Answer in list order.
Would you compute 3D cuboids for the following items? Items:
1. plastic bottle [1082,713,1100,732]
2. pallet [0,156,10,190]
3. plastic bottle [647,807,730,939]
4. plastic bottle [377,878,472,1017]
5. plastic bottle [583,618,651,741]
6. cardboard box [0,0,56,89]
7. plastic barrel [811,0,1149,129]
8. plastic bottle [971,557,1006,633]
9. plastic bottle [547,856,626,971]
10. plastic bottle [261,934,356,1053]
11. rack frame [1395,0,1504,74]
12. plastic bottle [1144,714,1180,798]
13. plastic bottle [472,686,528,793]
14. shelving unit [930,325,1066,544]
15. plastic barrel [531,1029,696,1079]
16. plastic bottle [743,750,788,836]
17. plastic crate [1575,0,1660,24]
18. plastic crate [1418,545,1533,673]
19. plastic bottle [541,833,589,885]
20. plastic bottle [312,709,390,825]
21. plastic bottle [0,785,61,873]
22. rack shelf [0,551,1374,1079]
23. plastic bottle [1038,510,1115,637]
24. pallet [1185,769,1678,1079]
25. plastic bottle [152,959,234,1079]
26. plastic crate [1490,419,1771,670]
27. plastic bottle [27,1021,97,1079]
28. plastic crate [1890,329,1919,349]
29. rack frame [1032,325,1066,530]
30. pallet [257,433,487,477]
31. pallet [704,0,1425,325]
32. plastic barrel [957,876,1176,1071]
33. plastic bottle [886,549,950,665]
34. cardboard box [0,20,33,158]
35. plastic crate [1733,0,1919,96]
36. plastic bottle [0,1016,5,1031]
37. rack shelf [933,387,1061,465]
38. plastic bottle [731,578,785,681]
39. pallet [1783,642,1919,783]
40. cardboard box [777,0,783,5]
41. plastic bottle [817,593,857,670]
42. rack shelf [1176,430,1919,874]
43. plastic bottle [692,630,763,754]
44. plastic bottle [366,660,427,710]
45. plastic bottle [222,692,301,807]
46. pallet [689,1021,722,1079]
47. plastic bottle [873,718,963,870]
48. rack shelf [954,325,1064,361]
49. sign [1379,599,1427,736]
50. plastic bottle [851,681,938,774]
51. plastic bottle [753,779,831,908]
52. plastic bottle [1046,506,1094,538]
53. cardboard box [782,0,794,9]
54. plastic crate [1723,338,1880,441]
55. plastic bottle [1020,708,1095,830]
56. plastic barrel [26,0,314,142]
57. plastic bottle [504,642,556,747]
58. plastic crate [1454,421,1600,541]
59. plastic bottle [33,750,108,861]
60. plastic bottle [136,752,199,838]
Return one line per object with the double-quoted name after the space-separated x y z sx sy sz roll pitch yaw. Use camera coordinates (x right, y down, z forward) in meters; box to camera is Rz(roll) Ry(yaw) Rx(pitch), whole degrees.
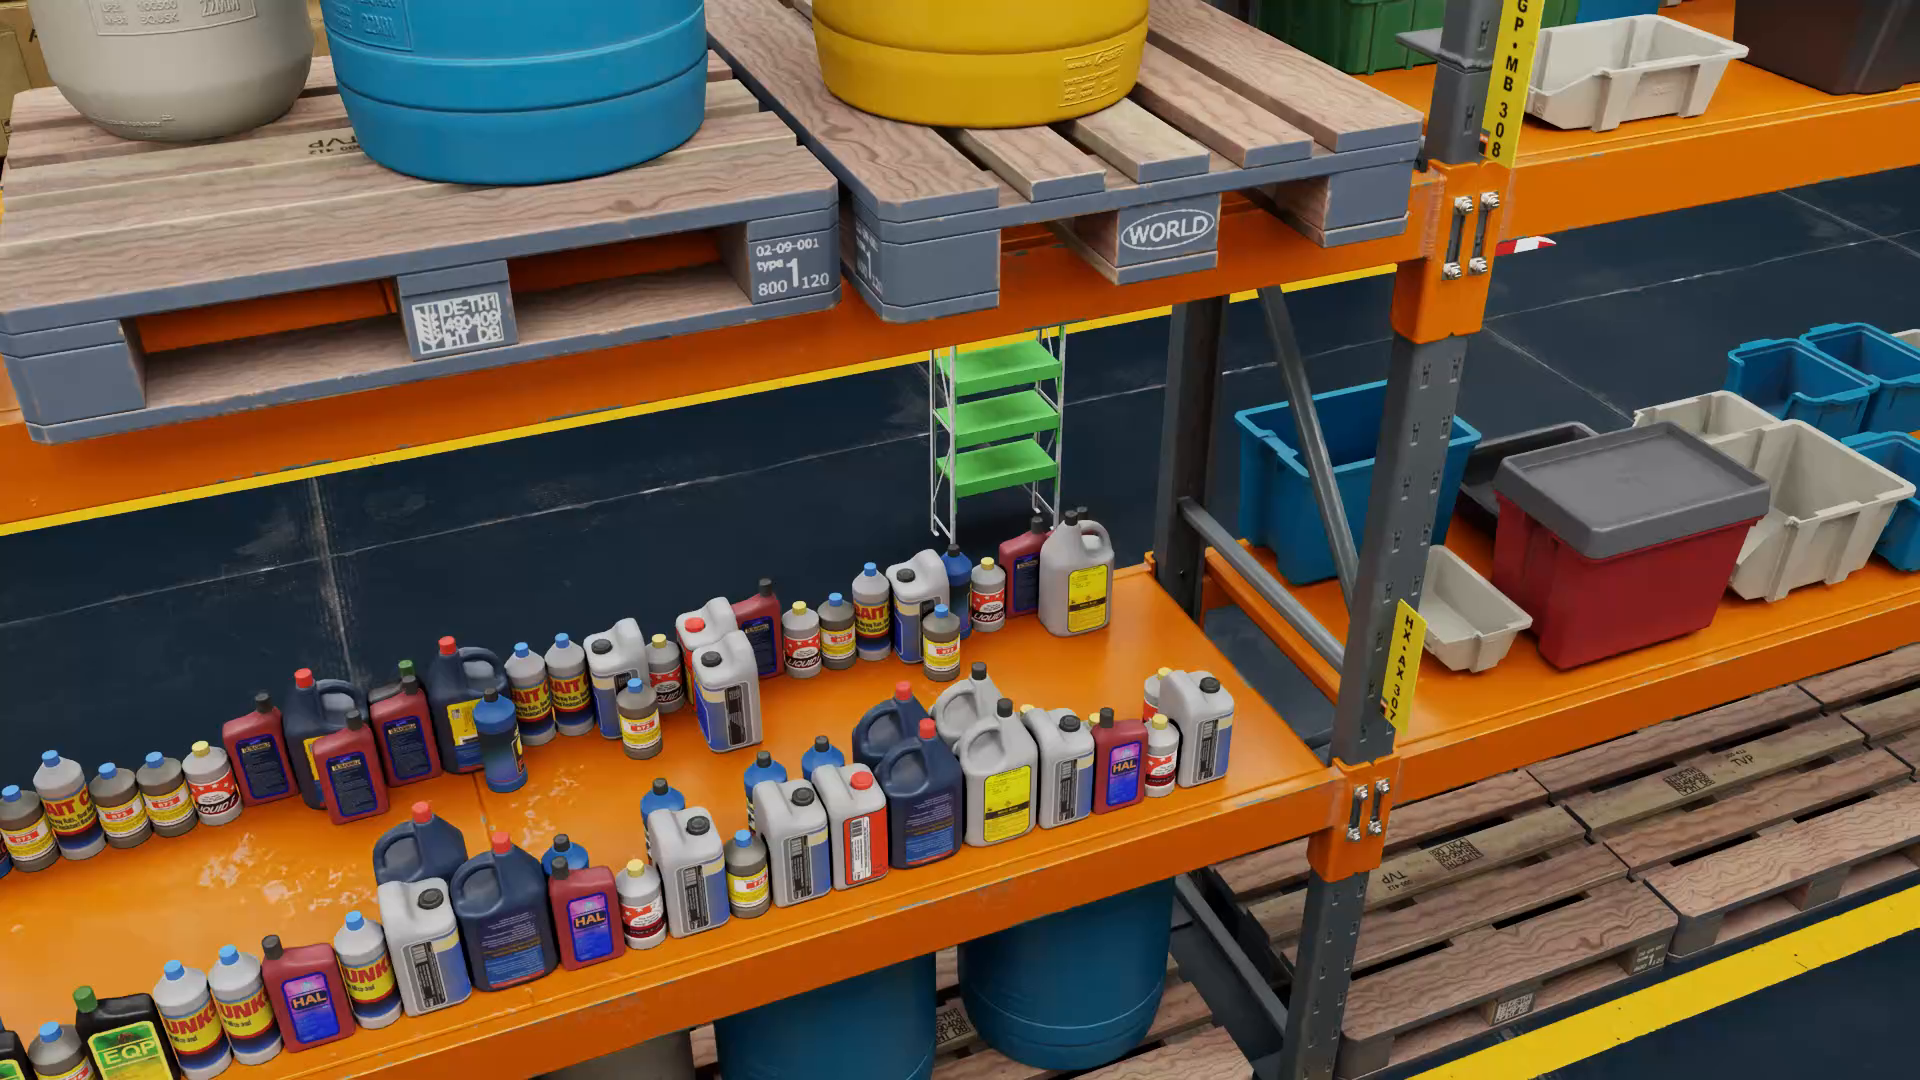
0.318 0.497 3.918 0.097 0.201 0.097 0 33 0 "plastic bottle"
-4.206 -1.613 7.155 1.003 0.211 1.213 -13 35 -19 "pallet"
-0.579 0.691 3.552 0.135 0.276 0.152 -13 35 -19 "plastic bottle"
-1.087 0.807 3.373 0.135 0.276 0.152 -13 35 -19 "plastic bottle"
-0.843 0.335 4.099 0.135 0.276 0.152 -13 35 -19 "plastic bottle"
-5.996 -3.370 11.264 0.750 0.750 0.750 -13 35 -20 "cardboard box"
0.036 -1.086 2.860 0.600 0.588 0.600 0 33 0 "plastic barrel"
0.073 0.140 4.467 0.097 0.201 0.097 0 33 0 "plastic bottle"
-0.775 0.759 3.440 0.133 0.283 0.061 -13 35 -19 "plastic bottle"
-1.282 0.876 3.261 0.133 0.283 0.061 -13 35 -19 "plastic bottle"
0.799 -2.383 2.661 0.127 3.000 1.000 -13 35 -19 "rack frame"
0.464 0.499 3.915 0.097 0.201 0.097 0 33 0 "plastic bottle"
-1.084 0.461 3.909 0.097 0.271 0.097 0 33 0 "plastic bottle"
0.153 -0.538 6.976 0.503 1.200 0.258 -13 35 -19 "shelving unit"
-0.918 1.329 4.354 0.421 0.512 0.421 0 33 0 "plastic barrel"
-0.431 0.585 3.719 0.097 0.271 0.097 0 33 0 "plastic bottle"
1.515 -1.408 4.067 0.300 0.233 0.416 -13 35 -19 "plastic crate"
1.283 0.191 4.393 0.243 0.136 0.396 -13 35 -19 "plastic crate"
-0.822 0.728 3.498 0.097 0.271 0.097 0 33 0 "plastic bottle"
-1.401 0.518 3.811 0.133 0.283 0.061 -13 35 -19 "plastic bottle"
-2.086 0.634 3.707 0.097 0.201 0.097 0 33 0 "plastic bottle"
-1.045 0.856 3.844 4.000 0.370 1.077 -13 35 -19 "rack shelf"
0.311 0.072 4.433 0.185 0.351 0.144 -13 35 -19 "plastic bottle"
1.462 1.126 5.326 1.213 0.211 1.003 -13 35 -19 "pallet"
-1.485 0.916 3.209 0.097 0.271 0.097 0 33 0 "plastic bottle"
1.719 0.018 4.359 0.583 0.464 0.402 -13 35 -19 "plastic crate"
-1.698 0.994 3.154 0.097 0.201 0.097 0 33 0 "plastic bottle"
3.178 -0.571 5.564 0.298 0.136 0.250 -13 35 -19 "plastic crate"
0.378 -0.589 7.056 0.015 1.200 0.240 -13 35 -19 "rack frame"
-2.977 -0.740 8.194 1.213 0.211 1.003 -13 35 -19 "pallet"
0.114 -0.832 3.200 1.003 0.211 1.213 -13 35 -19 "pallet"
0.290 0.942 4.591 0.708 0.901 0.600 -13 35 -19 "plastic barrel"
-0.113 0.167 4.356 0.135 0.276 0.152 -13 35 -19 "plastic bottle"
-4.266 -1.923 6.978 0.500 0.500 0.700 -26 41 -34 "cardboard box"
2.050 -1.195 3.706 0.590 0.269 0.497 -13 35 -19 "plastic crate"
-1.845 0.963 3.138 0.097 0.271 0.097 0 33 0 "plastic bottle"
0.153 -0.484 7.011 0.480 0.148 0.258 -13 35 -19 "rack shelf"
-0.523 0.231 4.251 0.133 0.283 0.061 -13 35 -19 "plastic bottle"
3.711 0.611 6.118 1.213 0.211 1.003 -13 35 -19 "pallet"
-0.754 -2.636 8.459 0.500 0.500 0.500 -12 35 -18 "cardboard box"
-0.320 0.230 4.328 0.097 0.201 0.097 0 33 0 "plastic bottle"
2.643 0.011 5.142 4.000 0.370 1.077 -13 35 -19 "rack shelf"
-0.570 0.362 4.057 0.135 0.276 0.152 -13 35 -19 "plastic bottle"
-1.334 0.417 3.966 0.133 0.283 0.061 -13 35 -19 "plastic bottle"
-1.628 0.484 3.863 0.133 0.283 0.061 -13 35 -19 "plastic bottle"
-1.055 1.702 4.440 1.213 0.211 1.003 -13 35 -19 "pallet"
-0.093 0.550 3.699 0.185 0.351 0.144 -13 35 -19 "plastic bottle"
0.153 -0.887 6.750 0.480 0.148 0.258 -13 35 -19 "rack shelf"
1.010 0.293 3.796 0.005 0.325 0.100 -13 35 -19 "sign"
-0.148 0.478 3.811 0.185 0.351 0.144 -13 35 -19 "plastic bottle"
-0.365 0.642 3.627 0.135 0.276 0.152 -13 35 -19 "plastic bottle"
0.295 0.044 4.539 0.133 0.283 0.061 -13 35 -19 "plastic bottle"
-0.540 -2.372 8.054 0.500 0.500 0.500 -12 35 -18 "cardboard box"
2.641 -0.440 5.274 0.300 0.233 0.416 -13 35 -19 "plastic crate"
0.224 0.507 3.834 0.135 0.276 0.152 -13 35 -19 "plastic bottle"
-1.313 -0.964 2.721 0.433 0.535 0.433 0 33 0 "plastic barrel"
-1.050 0.368 4.052 0.097 0.271 0.097 0 33 0 "plastic bottle"
1.727 -0.149 4.926 0.590 0.125 0.437 -13 35 -19 "plastic crate"
-1.996 0.584 3.720 0.097 0.271 0.097 0 33 0 "plastic bottle"
-1.817 0.573 3.802 0.097 0.201 0.097 0 33 0 "plastic bottle"
